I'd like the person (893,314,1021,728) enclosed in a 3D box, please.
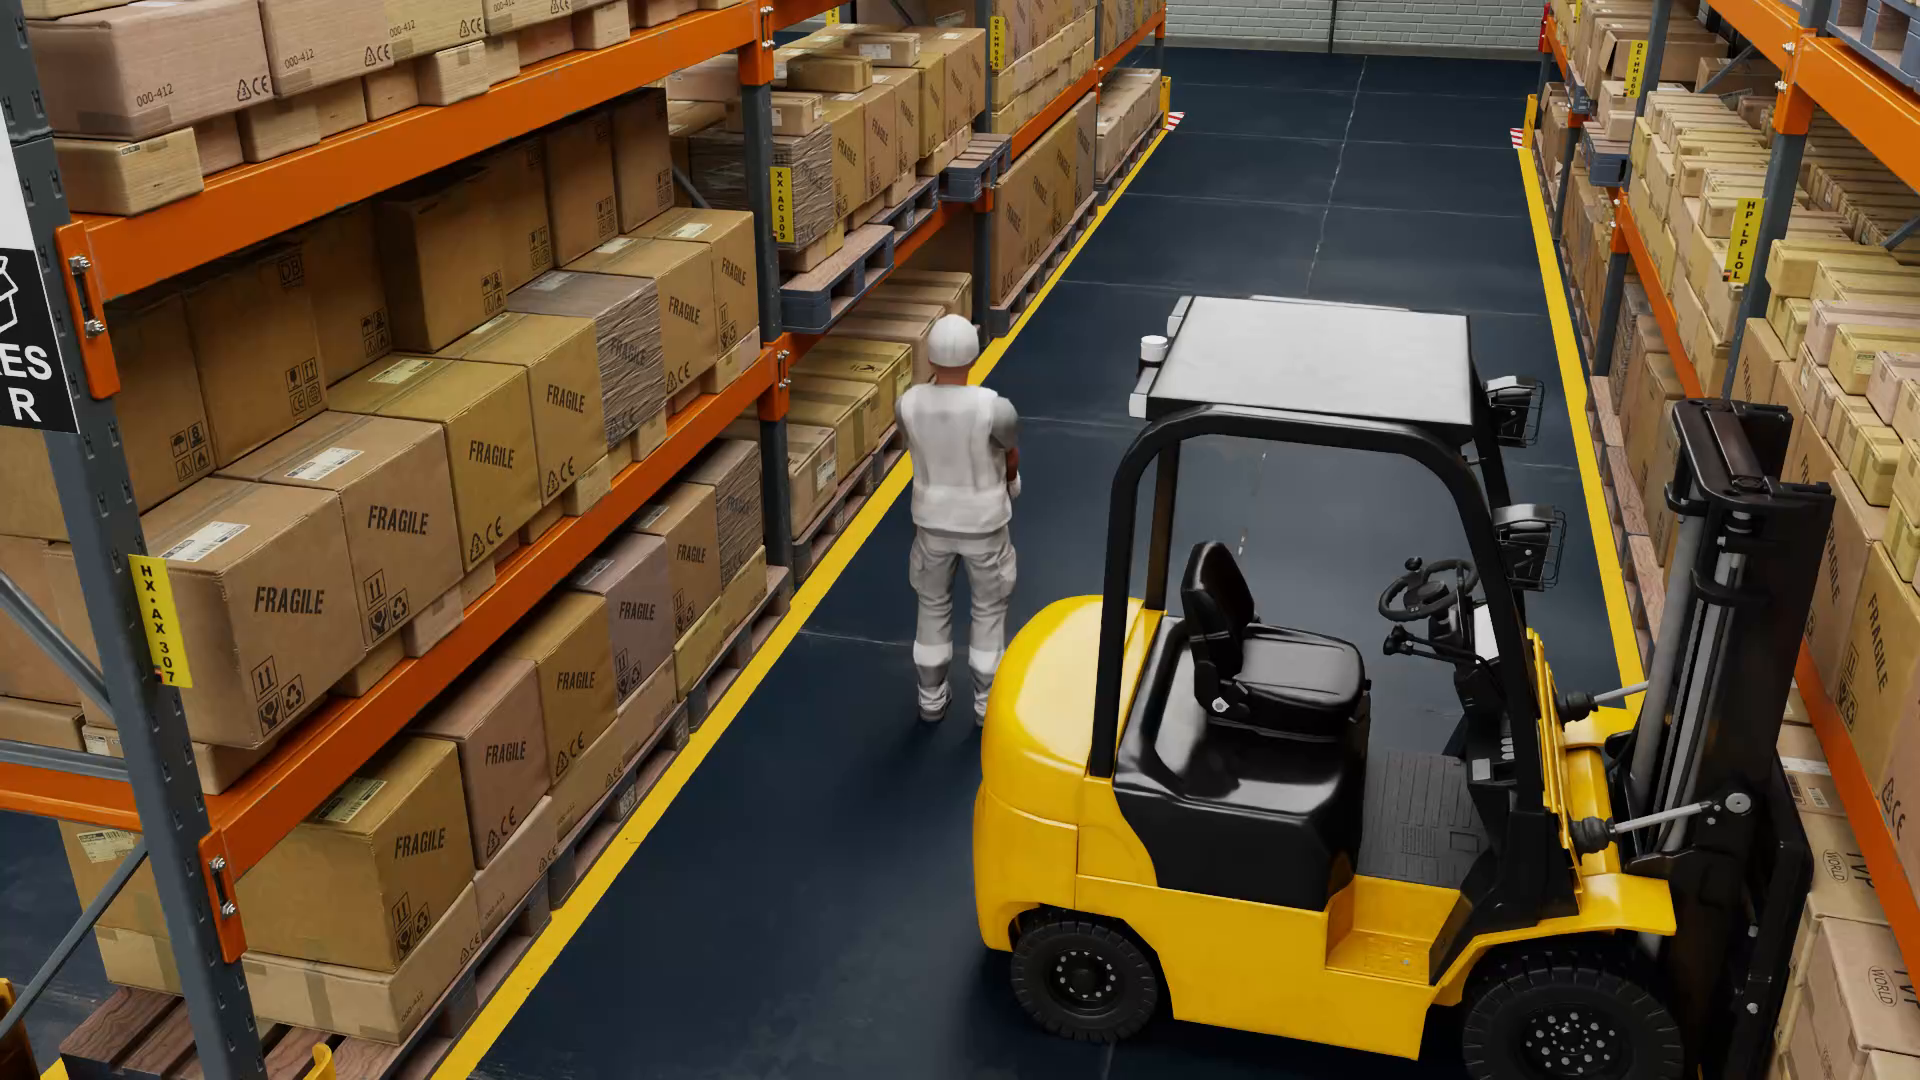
[{"bbox_3d":[0.016,-0.108,6.816,0.494,1.783,0.557,6,26,13],"label":"person"}]
